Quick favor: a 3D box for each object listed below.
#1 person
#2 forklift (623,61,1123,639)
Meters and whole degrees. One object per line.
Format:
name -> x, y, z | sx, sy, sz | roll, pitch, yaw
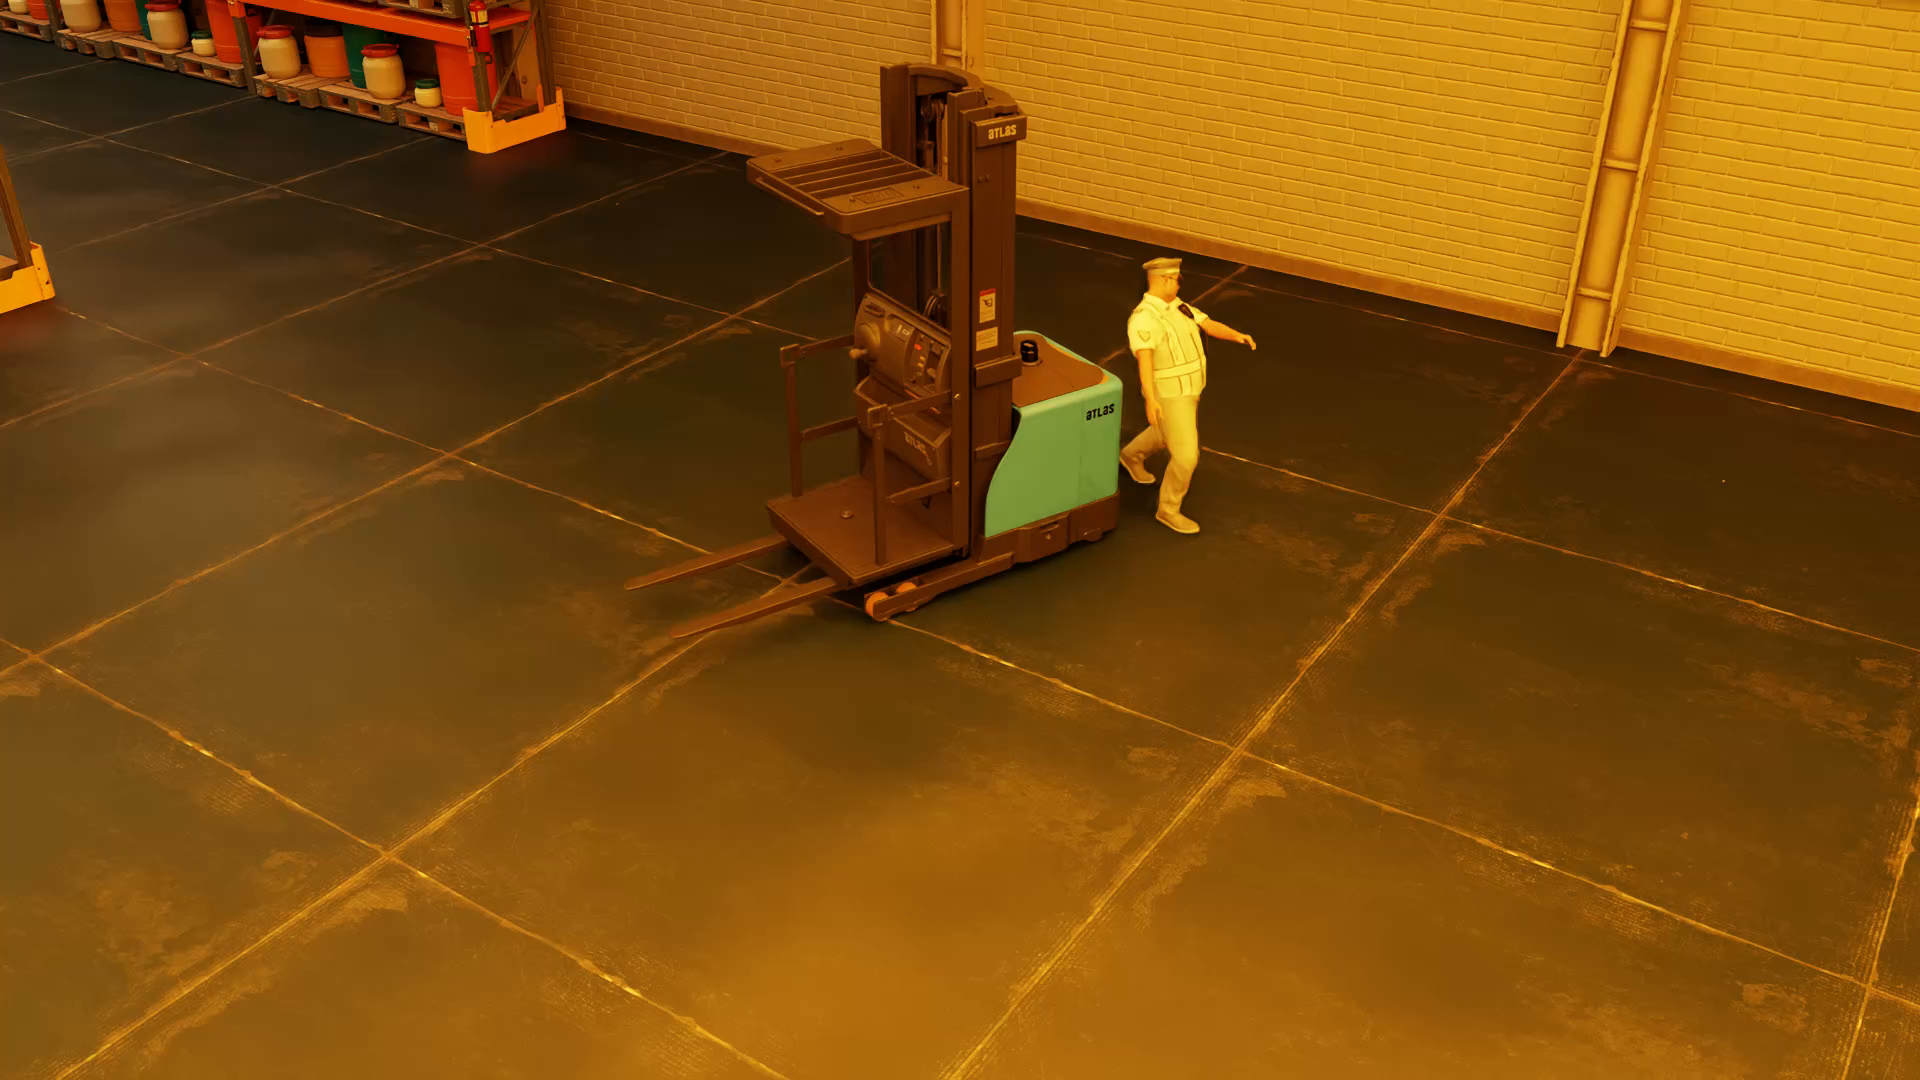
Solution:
person -> 1.360, -0.902, 10.451 | 0.895, 1.628, 0.868 | 11, 32, 19
forklift -> -0.507, -1.097, 9.471 | 3.031, 2.935, 1.130 | -19, 35, -29
